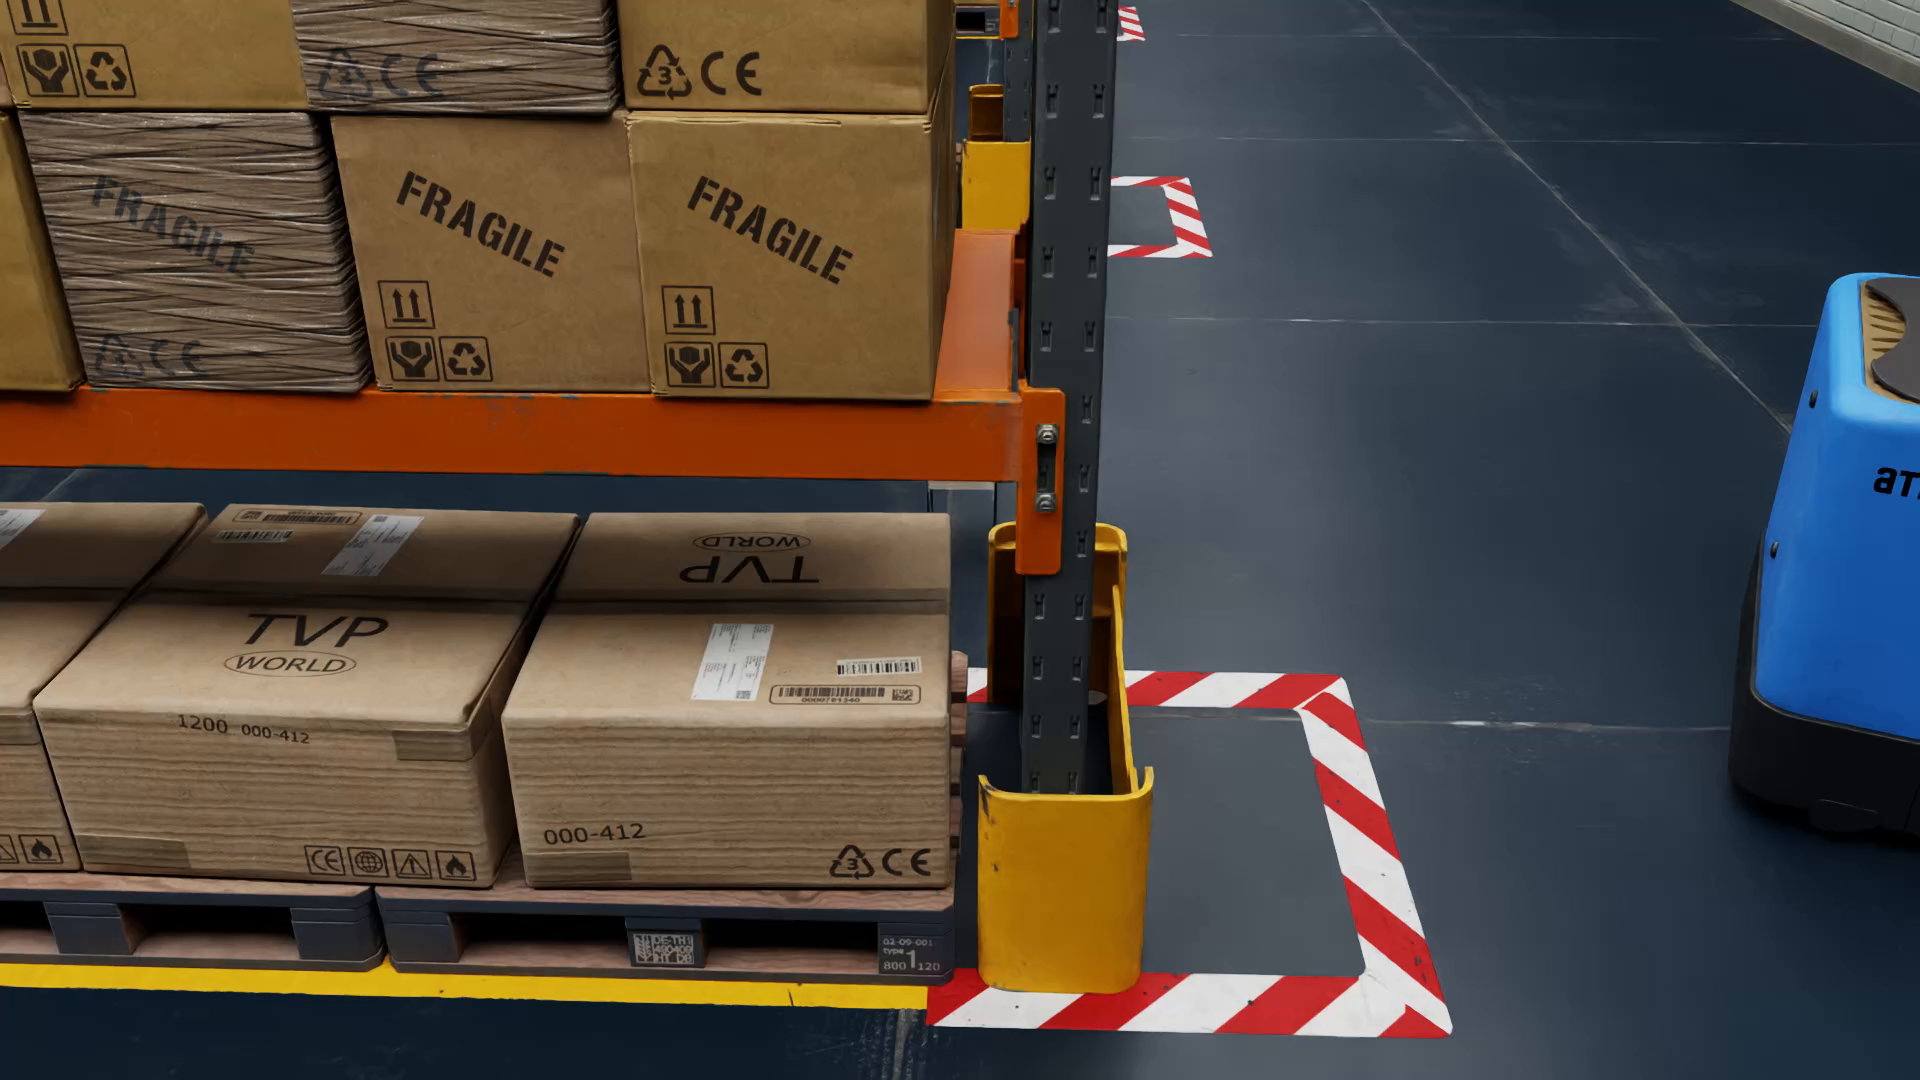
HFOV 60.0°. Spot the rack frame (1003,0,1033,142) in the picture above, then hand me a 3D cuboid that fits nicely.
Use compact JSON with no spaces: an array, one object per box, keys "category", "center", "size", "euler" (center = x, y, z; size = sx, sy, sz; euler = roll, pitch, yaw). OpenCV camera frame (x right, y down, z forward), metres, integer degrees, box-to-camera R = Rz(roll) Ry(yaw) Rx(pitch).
[{"category":"rack frame","center":[0.278,-2.974,7.657],"size":[0.127,3.000,1.000],"euler":[1,28,2]}]

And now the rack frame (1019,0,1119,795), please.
[{"category":"rack frame","center":[0.204,-0.655,3.283],"size":[0.127,3.000,1.000],"euler":[1,28,2]}]

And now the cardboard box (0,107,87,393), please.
[{"category":"cardboard box","center":[-1.819,-0.605,3.082],"size":[0.500,0.500,0.500],"euler":[2,28,3]}]

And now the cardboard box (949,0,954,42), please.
[{"category":"cardboard box","center":[-0.265,-1.282,3.292],"size":[0.500,0.500,0.500],"euler":[0,28,1]}]

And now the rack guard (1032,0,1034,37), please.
[{"category":"rack guard","center":[0.578,-4.189,12.618],"size":[0.348,0.500,1.175],"euler":[1,28,2]}]

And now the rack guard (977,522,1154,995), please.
[{"category":"rack guard","center":[0.228,0.450,3.868],"size":[0.348,0.500,1.175],"euler":[1,28,2]}]

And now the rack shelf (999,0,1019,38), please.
[{"category":"rack shelf","center":[-1.721,-2.689,7.888],"size":[4.000,0.370,1.077],"euler":[1,28,2]}]

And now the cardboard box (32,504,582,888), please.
[{"category":"cardboard box","center":[-1.374,0.316,3.738],"size":[0.875,0.438,0.875],"euler":[2,28,3]}]

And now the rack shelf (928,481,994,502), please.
[{"category":"rack shelf","center":[0.008,-0.209,5.139],"size":[0.200,0.077,0.258],"euler":[1,28,2]}]

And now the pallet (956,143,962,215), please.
[{"category":"pallet","center":[-0.609,-1.773,8.369],"size":[1.213,0.211,1.003],"euler":[1,28,2]}]

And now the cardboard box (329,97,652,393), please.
[{"category":"cardboard box","center":[-0.788,-0.599,3.070],"size":[0.500,0.500,0.500],"euler":[0,28,1]}]

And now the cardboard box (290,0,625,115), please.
[{"category":"cardboard box","center":[-0.809,-1.033,2.821],"size":[0.500,0.500,0.500],"euler":[1,28,2]}]

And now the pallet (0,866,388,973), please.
[{"category":"pallet","center":[-1.814,0.579,3.933],"size":[1.213,0.211,1.003],"euler":[1,28,2]}]

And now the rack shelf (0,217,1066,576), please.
[{"category":"rack shelf","center":[-1.794,-0.370,3.514],"size":[4.000,0.370,1.077],"euler":[1,28,2]}]

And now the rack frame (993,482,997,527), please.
[{"category":"rack frame","center":[0.110,-0.396,5.036],"size":[0.006,0.900,0.240],"euler":[1,28,2]}]

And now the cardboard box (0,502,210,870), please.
[{"category":"cardboard box","center":[-2.275,0.300,3.768],"size":[0.875,0.438,0.875],"euler":[0,28,0]}]

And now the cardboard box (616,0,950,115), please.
[{"category":"cardboard box","center":[-0.286,-1.038,2.830],"size":[0.500,0.500,0.500],"euler":[2,28,3]}]

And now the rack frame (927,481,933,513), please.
[{"category":"rack frame","center":[-0.093,-0.399,5.042],"size":[0.006,0.900,0.240],"euler":[1,28,2]}]

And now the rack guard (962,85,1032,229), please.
[{"category":"rack guard","center":[0.202,-1.871,8.245],"size":[0.348,0.500,1.175],"euler":[1,28,2]}]

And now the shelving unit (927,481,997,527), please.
[{"category":"shelving unit","center":[0.008,-0.397,5.039],"size":[0.210,0.900,0.258],"euler":[1,28,2]}]

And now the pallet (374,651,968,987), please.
[{"category":"pallet","center":[-0.598,0.600,3.892],"size":[1.213,0.211,1.003],"euler":[1,28,2]}]

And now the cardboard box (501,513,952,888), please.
[{"category":"cardboard box","center":[-0.459,0.327,3.717],"size":[0.875,0.438,0.875],"euler":[0,28,0]}]

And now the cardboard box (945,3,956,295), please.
[{"category":"cardboard box","center":[-0.265,-0.842,3.528],"size":[0.500,0.500,0.500],"euler":[1,28,1]}]

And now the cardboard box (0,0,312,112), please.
[{"category":"cardboard box","center":[-1.303,-1.042,2.839],"size":[0.500,0.500,0.500],"euler":[1,28,2]}]

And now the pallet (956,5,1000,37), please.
[{"category":"pallet","center":[-0.248,-4.038,12.643],"size":[1.213,0.211,1.003],"euler":[1,28,2]}]

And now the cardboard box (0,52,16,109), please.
[{"category":"cardboard box","center":[-1.806,-1.051,2.856],"size":[0.500,0.500,0.500],"euler":[1,28,1]}]

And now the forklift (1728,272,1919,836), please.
[{"category":"forklift","center":[3.421,-0.559,3.175],"size":[3.031,2.935,1.130],"euler":[12,30,22]}]

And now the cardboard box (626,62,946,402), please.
[{"category":"cardboard box","center":[-0.287,-0.583,3.041],"size":[0.500,0.500,0.500],"euler":[1,28,2]}]

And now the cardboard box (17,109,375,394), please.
[{"category":"cardboard box","center":[-1.303,-0.603,3.078],"size":[0.500,0.500,0.500],"euler":[2,28,3]}]

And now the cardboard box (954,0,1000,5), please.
[{"category":"cardboard box","center":[-0.088,-4.514,12.382],"size":[0.875,0.875,0.875],"euler":[1,28,2]}]
